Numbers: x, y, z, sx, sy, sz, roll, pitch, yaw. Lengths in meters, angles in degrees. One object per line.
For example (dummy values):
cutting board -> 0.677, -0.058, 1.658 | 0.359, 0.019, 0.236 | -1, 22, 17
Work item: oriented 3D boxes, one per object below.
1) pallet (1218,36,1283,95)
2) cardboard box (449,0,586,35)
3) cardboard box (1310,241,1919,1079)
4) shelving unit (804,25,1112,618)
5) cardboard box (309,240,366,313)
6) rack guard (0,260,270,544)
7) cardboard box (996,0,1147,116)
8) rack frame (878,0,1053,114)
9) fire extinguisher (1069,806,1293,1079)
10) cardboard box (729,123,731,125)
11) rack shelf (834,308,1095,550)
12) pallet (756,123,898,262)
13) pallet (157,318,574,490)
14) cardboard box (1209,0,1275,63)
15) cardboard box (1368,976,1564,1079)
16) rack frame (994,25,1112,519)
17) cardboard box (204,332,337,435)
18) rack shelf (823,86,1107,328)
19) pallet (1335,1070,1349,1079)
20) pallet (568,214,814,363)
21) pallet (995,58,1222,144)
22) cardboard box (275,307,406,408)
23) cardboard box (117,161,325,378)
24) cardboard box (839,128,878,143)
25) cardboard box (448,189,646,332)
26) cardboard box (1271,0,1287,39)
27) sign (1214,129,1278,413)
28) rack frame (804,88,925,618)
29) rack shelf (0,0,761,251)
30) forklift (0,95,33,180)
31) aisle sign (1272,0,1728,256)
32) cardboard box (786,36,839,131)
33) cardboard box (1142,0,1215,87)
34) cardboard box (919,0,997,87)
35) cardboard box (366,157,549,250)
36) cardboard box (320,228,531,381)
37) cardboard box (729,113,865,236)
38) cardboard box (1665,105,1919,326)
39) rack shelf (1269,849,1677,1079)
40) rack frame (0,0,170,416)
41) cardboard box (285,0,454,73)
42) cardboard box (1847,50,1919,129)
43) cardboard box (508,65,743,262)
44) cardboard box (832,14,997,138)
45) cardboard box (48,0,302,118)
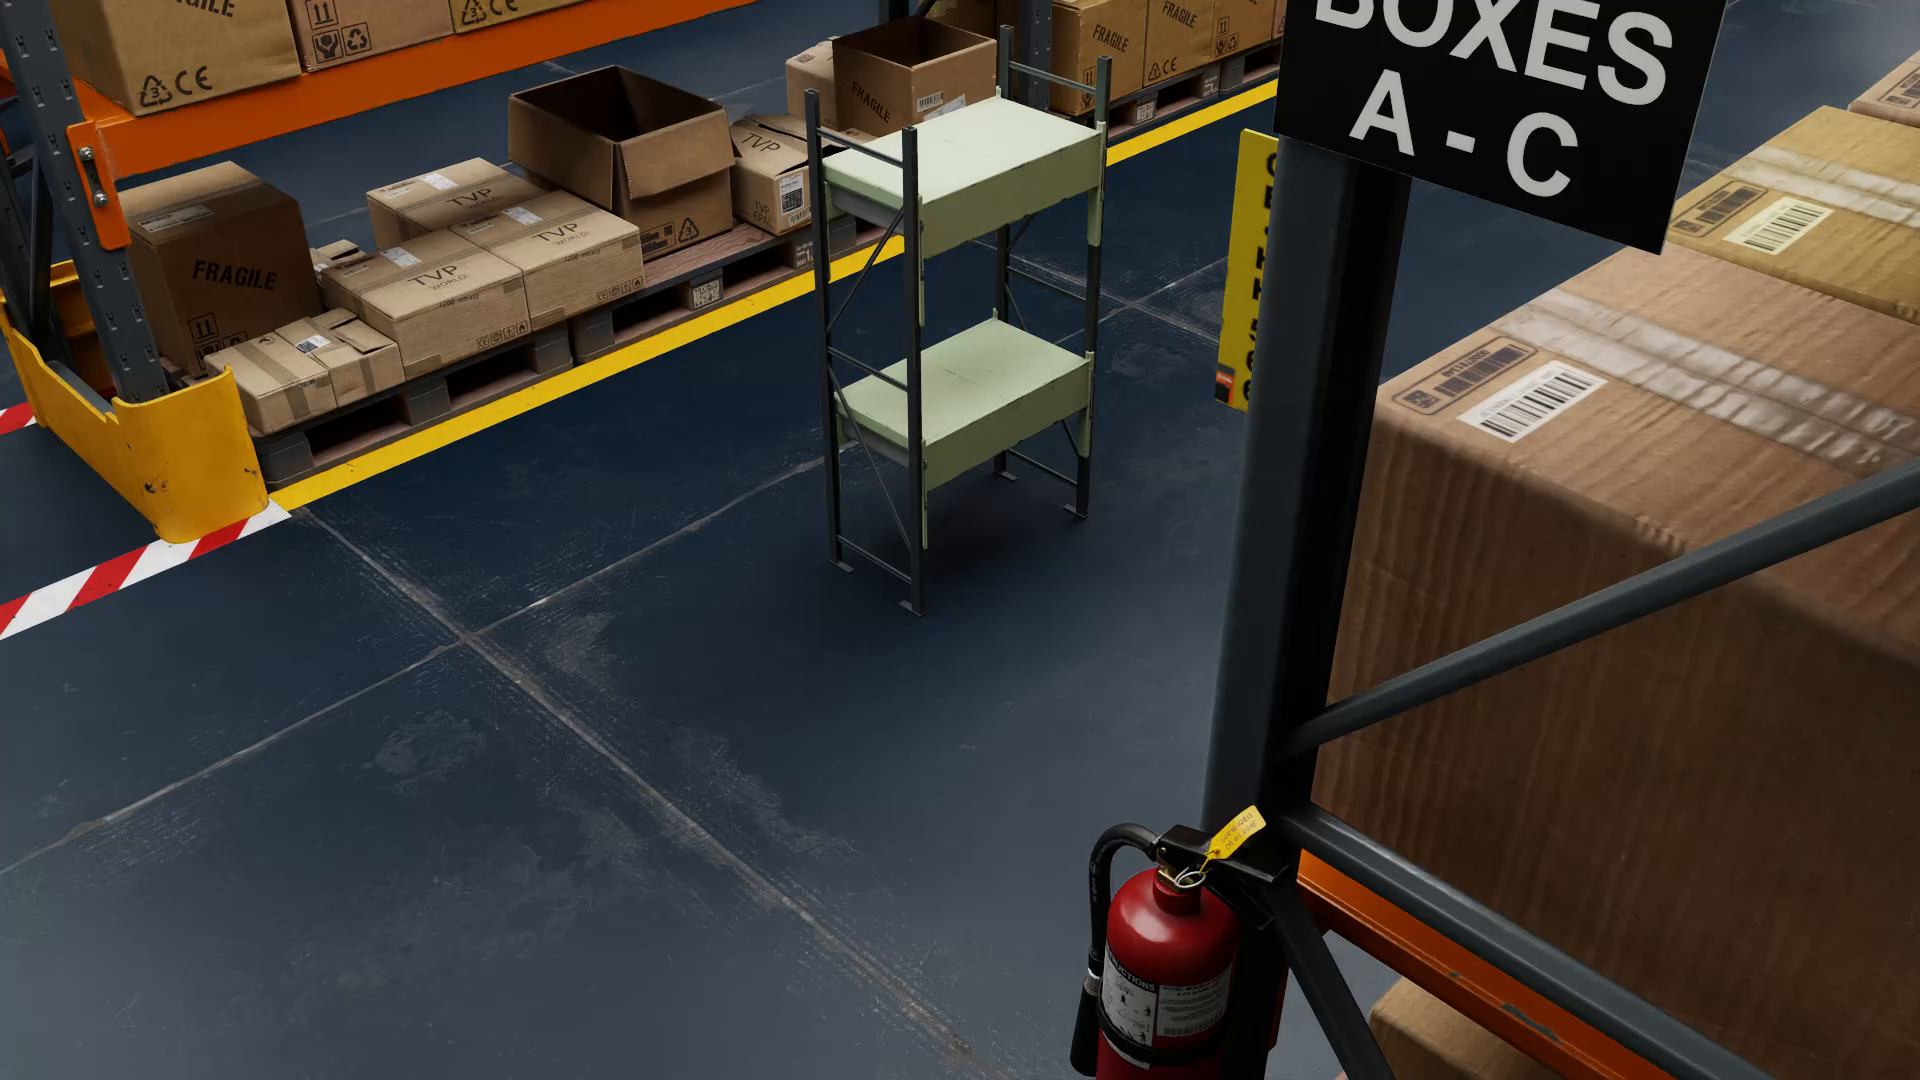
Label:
pallet -> 1.413, -2.799, 9.079 | 1.003, 0.211, 1.213 | 30, 45, 35
cardboard box -> -1.596, -2.005, 5.416 | 0.500, 0.500, 0.500 | 29, 44, 35
cardboard box -> 1.059, 0.185, 2.101 | 0.700, 0.700, 0.980 | -28, 43, -34
shelving unit -> 0.005, -0.618, 4.825 | 0.431, 1.500, 0.755 | 30, 45, 35
cardboard box -> -2.254, -0.943, 6.072 | 0.380, 0.166, 0.250 | 30, 45, 35
rack guard -> -2.758, -0.482, 5.504 | 1.175, 0.500, 0.348 | 30, 45, 35
cardboard box -> 0.521, -2.353, 7.803 | 0.500, 0.500, 0.500 | 27, 43, 33
rack frame -> 0.007, -3.100, 7.073 | 1.000, 3.000, 0.127 | 30, 45, 35
fire extinguisher -> 0.273, 0.579, 2.192 | 0.296, 0.674, 0.183 | 30, 45, 35
cardboard box -> -1.045, -1.680, 7.129 | 0.380, 0.166, 0.250 | 30, 45, 35
rack shelf -> 0.005, -0.350, 5.011 | 0.431, 0.370, 0.720 | 30, 45, 35
pallet -> -0.478, -1.678, 7.471 | 1.003, 0.211, 1.213 | 30, 45, 35
pallet -> -2.197, -0.687, 6.051 | 1.003, 0.211, 1.213 | 30, 45, 35
cardboard box -> 1.246, -2.774, 8.406 | 0.500, 0.500, 0.500 | -29, 44, -35
cardboard box -> 1.129, 1.047, 2.944 | 0.700, 0.500, 0.500 | 30, 45, 35
rack frame -> 0.263, -0.766, 5.038 | 0.400, 1.500, 0.023 | 30, 45, 35
cardboard box -> -2.272, -0.519, 5.479 | 0.380, 0.149, 0.250 | 30, 45, 35
rack shelf -> 0.005, -0.938, 4.602 | 0.431, 0.370, 0.720 | 30, 45, 35
pallet -> 1.215, 1.306, 3.192 | 1.003, 0.211, 1.213 | 30, 45, 35
pallet -> -1.337, -1.180, 6.758 | 1.003, 0.211, 1.213 | 30, 45, 35
pallet -> 0.553, -2.302, 8.366 | 1.003, 0.211, 1.213 | 30, 45, 35
cardboard box -> -2.096, -0.628, 5.620 | 0.380, 0.166, 0.250 | 30, 45, 35
cardboard box -> -2.603, -0.951, 5.793 | 0.500, 0.500, 0.500 | 30, 45, 35
cardboard box -> -0.415, -1.589, 7.014 | 0.380, 0.149, 0.250 | 30, 45, 35
cardboard box -> -1.522, -1.041, 6.140 | 0.500, 0.250, 0.500 | 30, 45, 35
cardboard box -> 1.603, -2.979, 8.700 | 0.500, 0.500, 0.500 | 28, 43, 34
sign -> 0.331, -0.278, 1.807 | 0.100, 0.325, 0.005 | 30, 45, 35
rack frame -> -0.253, -0.469, 4.612 | 0.400, 1.500, 0.023 | 30, 45, 35
rack shelf -> -1.402, -1.993, 6.115 | 1.077, 0.370, 4.000 | 30, 45, 35
forklift -> -4.584, -2.336, 6.038 | 1.130, 2.935, 3.031 | 10, 36, 13
aisle sign -> 0.443, -0.639, 1.272 | 0.394, 0.787, 0.004 | 30, 45, 35
cardboard box -> -0.442, -2.094, 7.597 | 0.500, 0.311, 0.500 | 30, 45, 35
cardboard box -> 0.889, -2.574, 8.120 | 0.500, 0.500, 0.500 | -29, 44, -35
cardboard box -> 0.151, -2.571, 8.115 | 0.500, 0.500, 0.500 | 29, 44, 35
cardboard box -> -1.912, -1.222, 6.400 | 0.500, 0.250, 0.500 | 30, 45, 35
cardboard box -> -1.875, -0.838, 5.849 | 0.500, 0.250, 0.500 | 30, 45, 35
cardboard box -> -0.722, -1.528, 6.784 | 0.500, 0.311, 0.500 | 30, 45, 35
cardboard box -> 1.564, -0.115, 2.531 | 0.980, 0.700, 0.700 | 29, 44, 35
rack shelf -> 2.116, 0.002, 3.254 | 1.077, 0.370, 4.000 | 30, 45, 35
rack frame -> -2.811, -1.476, 4.745 | 1.000, 3.000, 0.127 | 30, 45, 35
cardboard box -> -1.952, -1.803, 5.125 | 0.500, 0.500, 0.500 | 29, 44, 35
cardboard box -> 2.107, -0.421, 2.969 | 0.980, 0.700, 0.700 | 27, 43, 33
cardboard box -> -1.313, -1.492, 6.565 | 0.797, 0.503, 0.637 | 30, 45, 35
cardboard box -> -0.193, -1.910, 7.167 | 0.500, 0.500, 0.500 | 30, 45, 35
cardboard box -> -2.312, -1.591, 4.822 | 0.500, 0.500, 0.500 | -29, 44, -35
